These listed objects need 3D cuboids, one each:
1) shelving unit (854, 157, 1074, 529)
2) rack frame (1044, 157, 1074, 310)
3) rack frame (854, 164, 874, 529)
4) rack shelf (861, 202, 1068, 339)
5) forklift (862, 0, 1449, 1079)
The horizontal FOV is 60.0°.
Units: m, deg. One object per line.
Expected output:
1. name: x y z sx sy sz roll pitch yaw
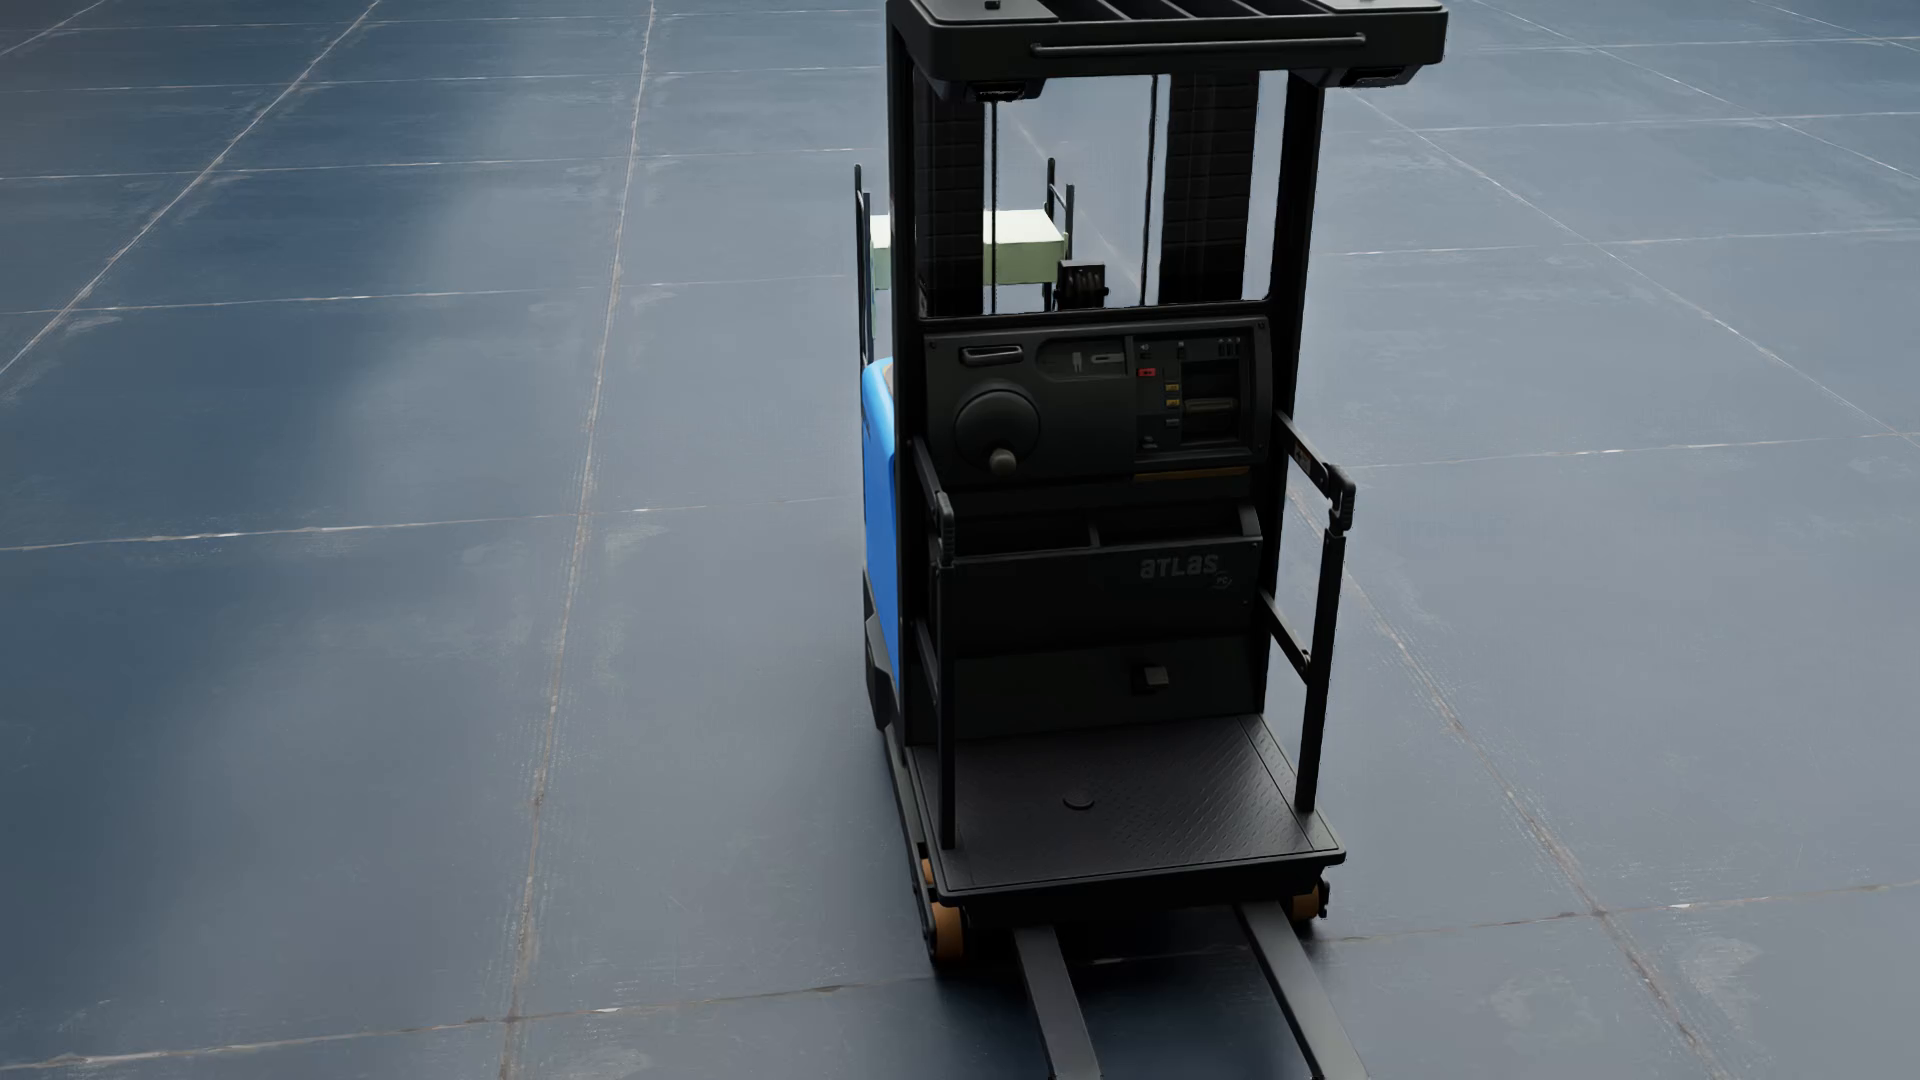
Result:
1. shelving unit: 0.007 -0.668 6.408 0.755 1.500 0.431 -4 27 -7
2. rack frame: 0.369 -0.691 6.454 0.023 1.500 0.400 -4 27 -7
3. rack frame: -0.356 -0.644 6.363 0.023 1.500 0.400 -4 27 -7
4. rack shelf: 0.007 -1.015 6.230 0.720 0.370 0.431 -4 27 -7
5. forklift: 0.407 -0.338 4.198 1.130 2.935 3.031 -4 27 -8
